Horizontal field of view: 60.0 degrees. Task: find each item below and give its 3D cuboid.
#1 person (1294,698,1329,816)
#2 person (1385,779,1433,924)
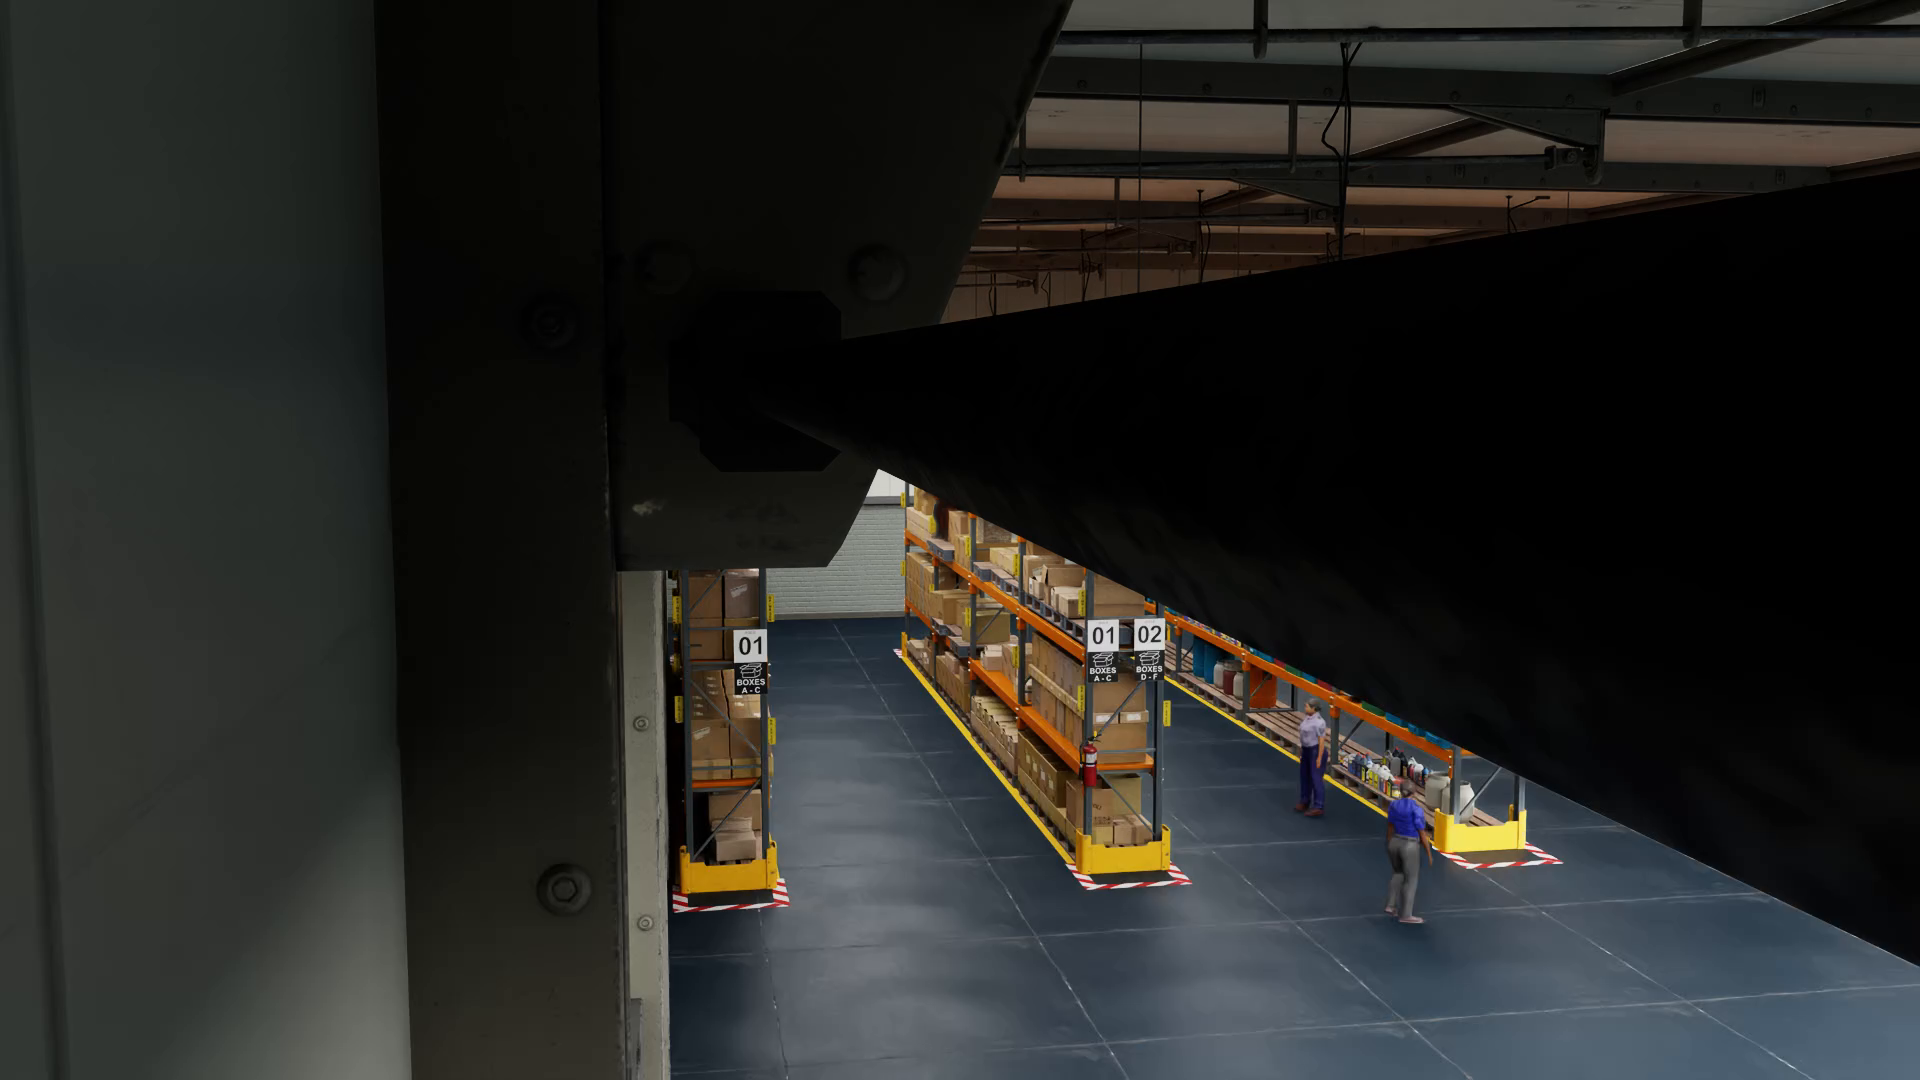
[{"bbox_3d":[4.993,3.058,23.626,0.411,1.653,0.520,-1,6,-14],"label":"person"},{"bbox_3d":[5.128,3.574,18.990,0.354,1.706,0.544,-4,7,-35],"label":"person"}]
